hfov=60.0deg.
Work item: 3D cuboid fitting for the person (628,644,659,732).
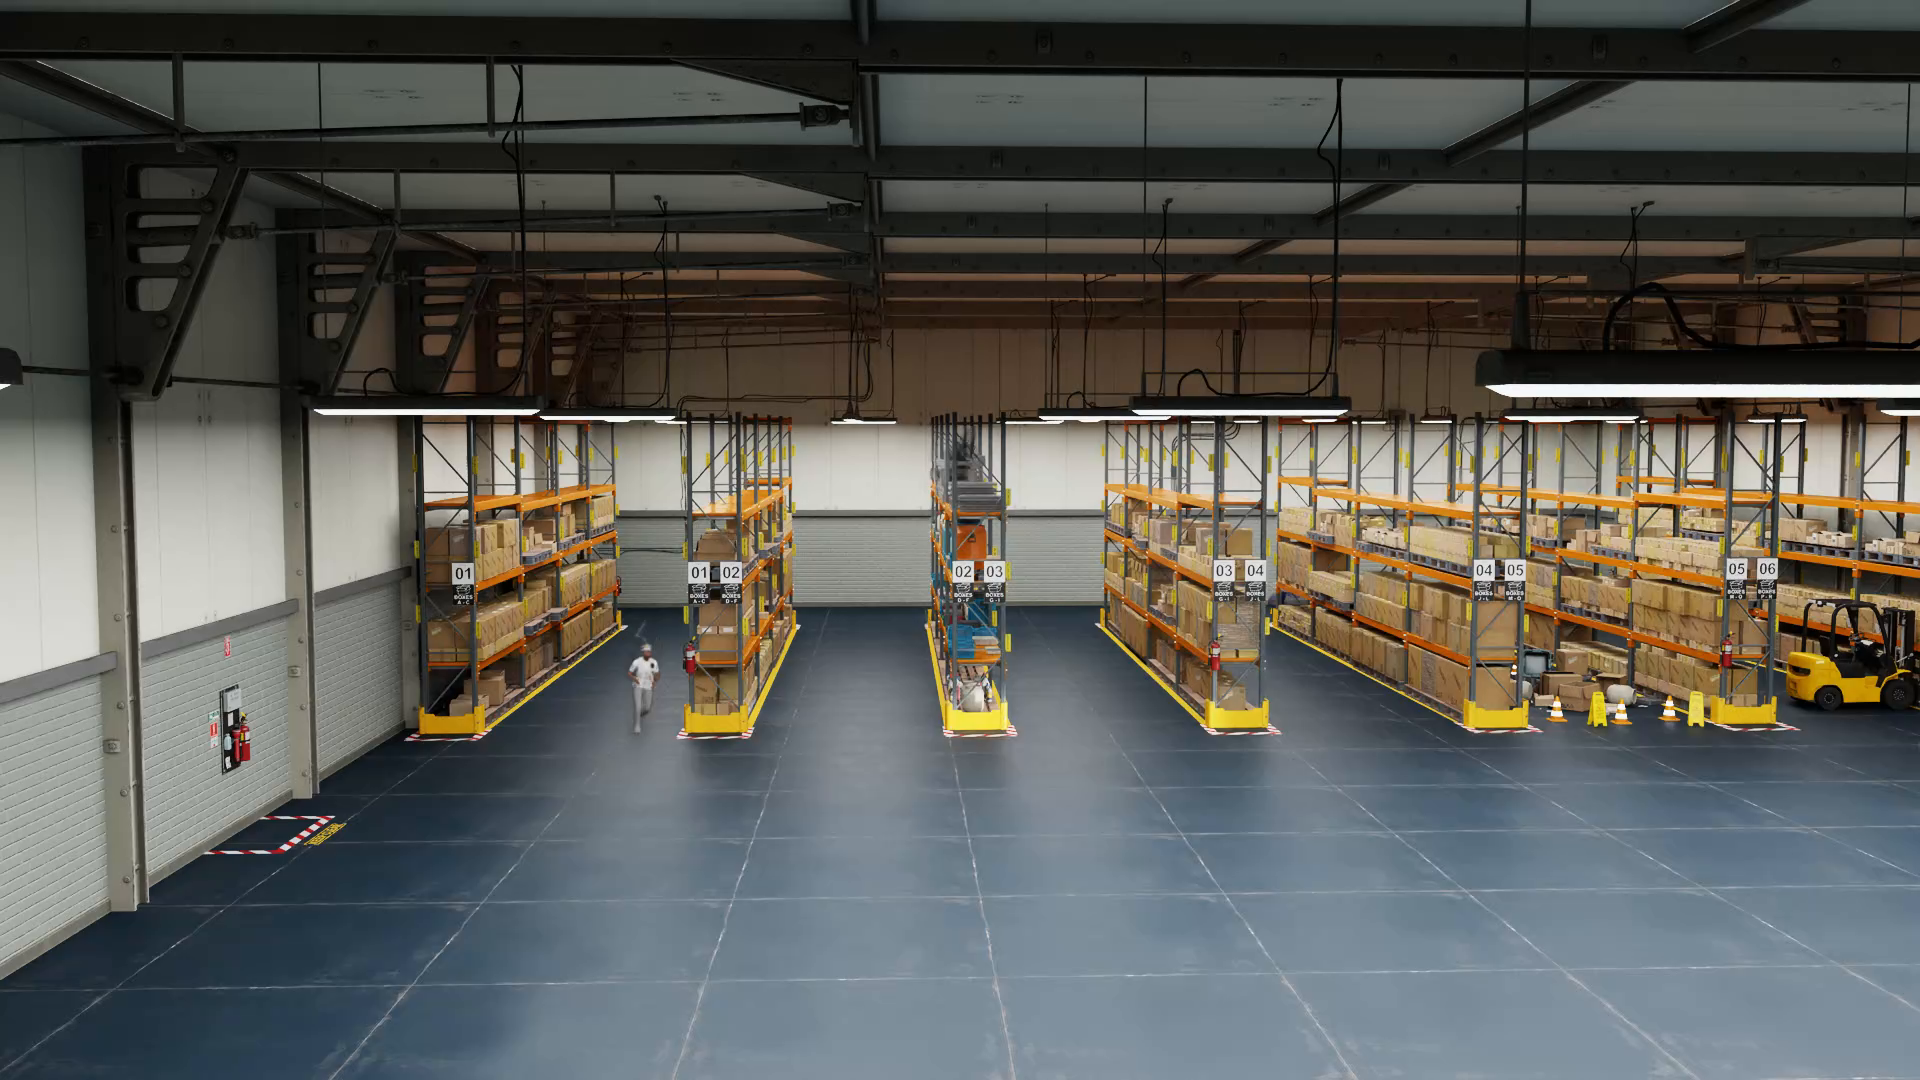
[{"bbox_3d":[-5.951,2.778,31.336,0.602,1.648,0.600,-1,4,-20],"label":"person"}]

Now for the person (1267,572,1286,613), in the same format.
[{"bbox_3d":[9.407,1.589,49.052,0.627,1.568,0.735,0,4,-3],"label":"person"}]
